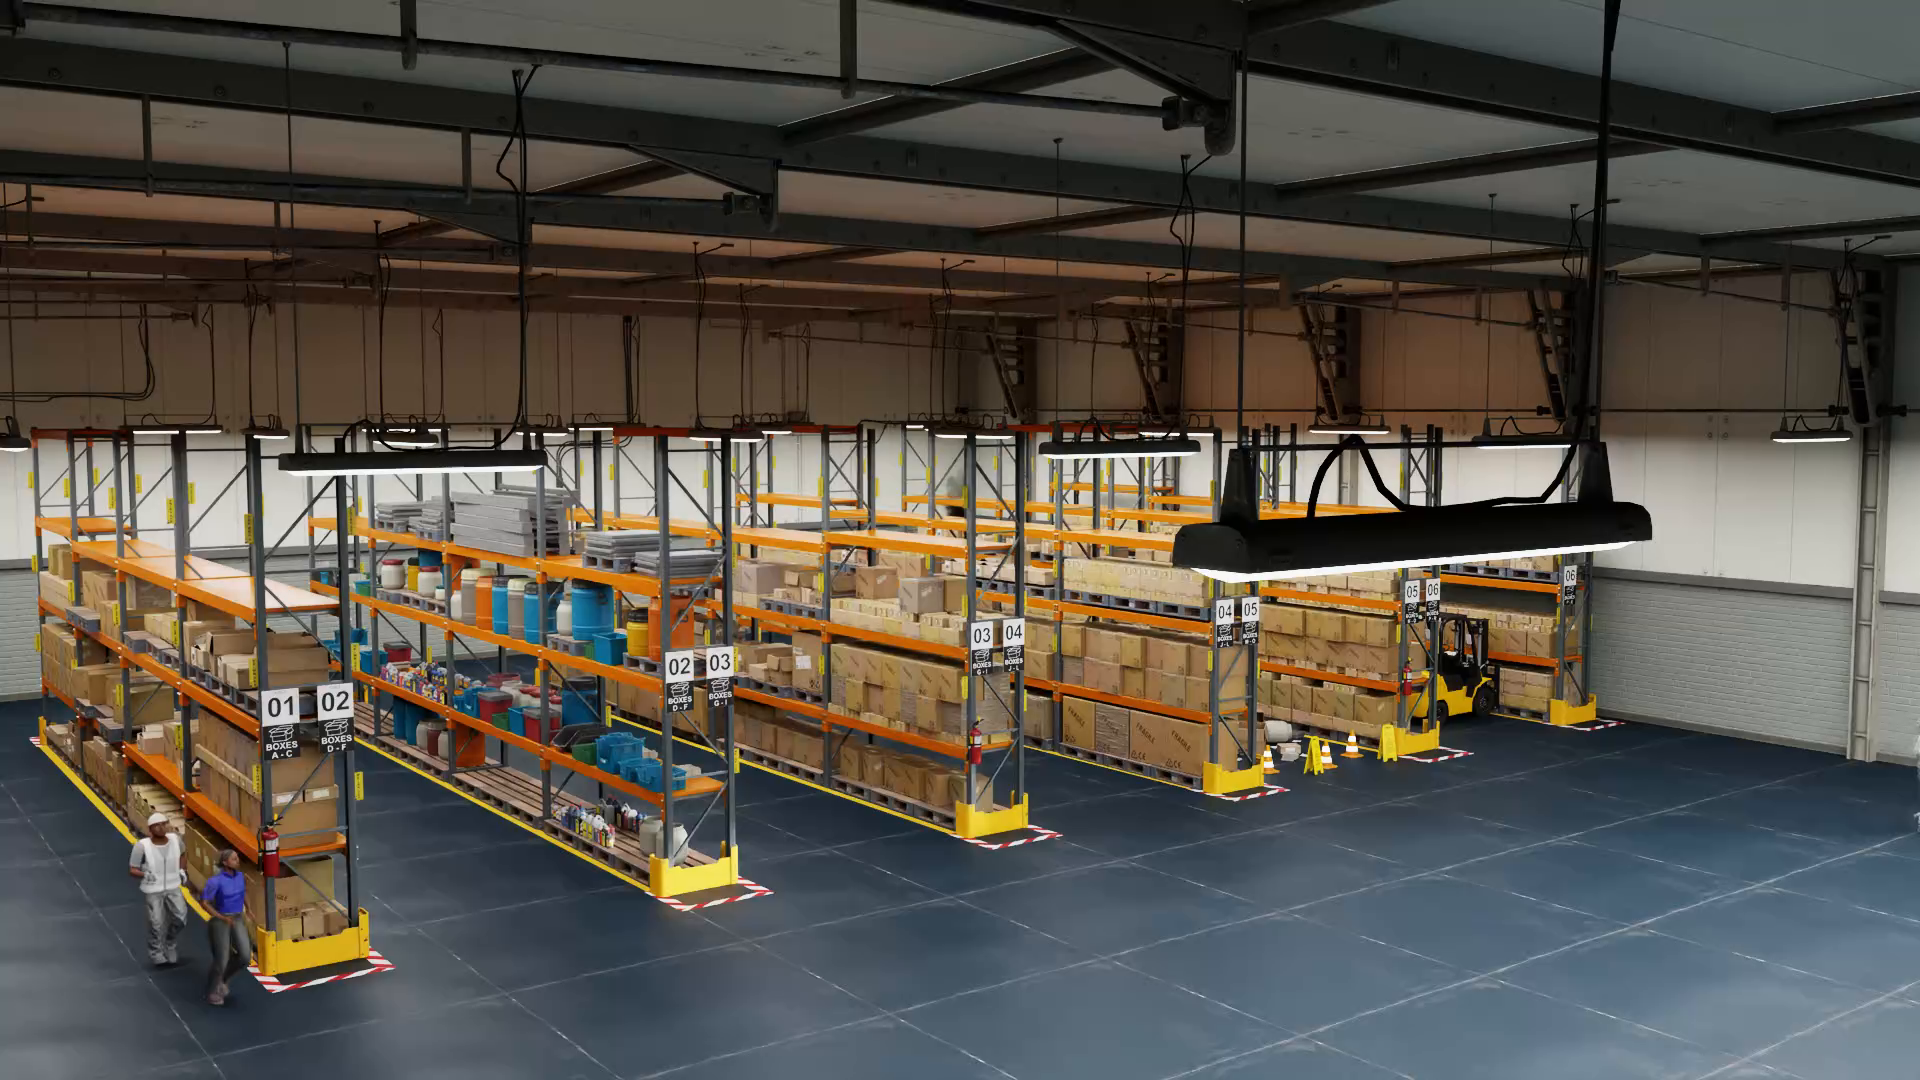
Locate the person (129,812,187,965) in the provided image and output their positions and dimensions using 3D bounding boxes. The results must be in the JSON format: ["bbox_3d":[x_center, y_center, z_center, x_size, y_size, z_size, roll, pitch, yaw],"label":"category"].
[{"bbox_3d":[-9.010,3.968,18.822,0.668,1.757,0.621,-4,6,-41],"label":"person"}]

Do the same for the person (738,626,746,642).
[{"bbox_3d":[-4.612,2.709,34.964,0.637,1.814,0.711,-4,6,-42],"label":"person"}]

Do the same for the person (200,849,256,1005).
[{"bbox_3d":[-7.806,4.127,17.831,0.507,1.614,0.647,2,5,27],"label":"person"}]
